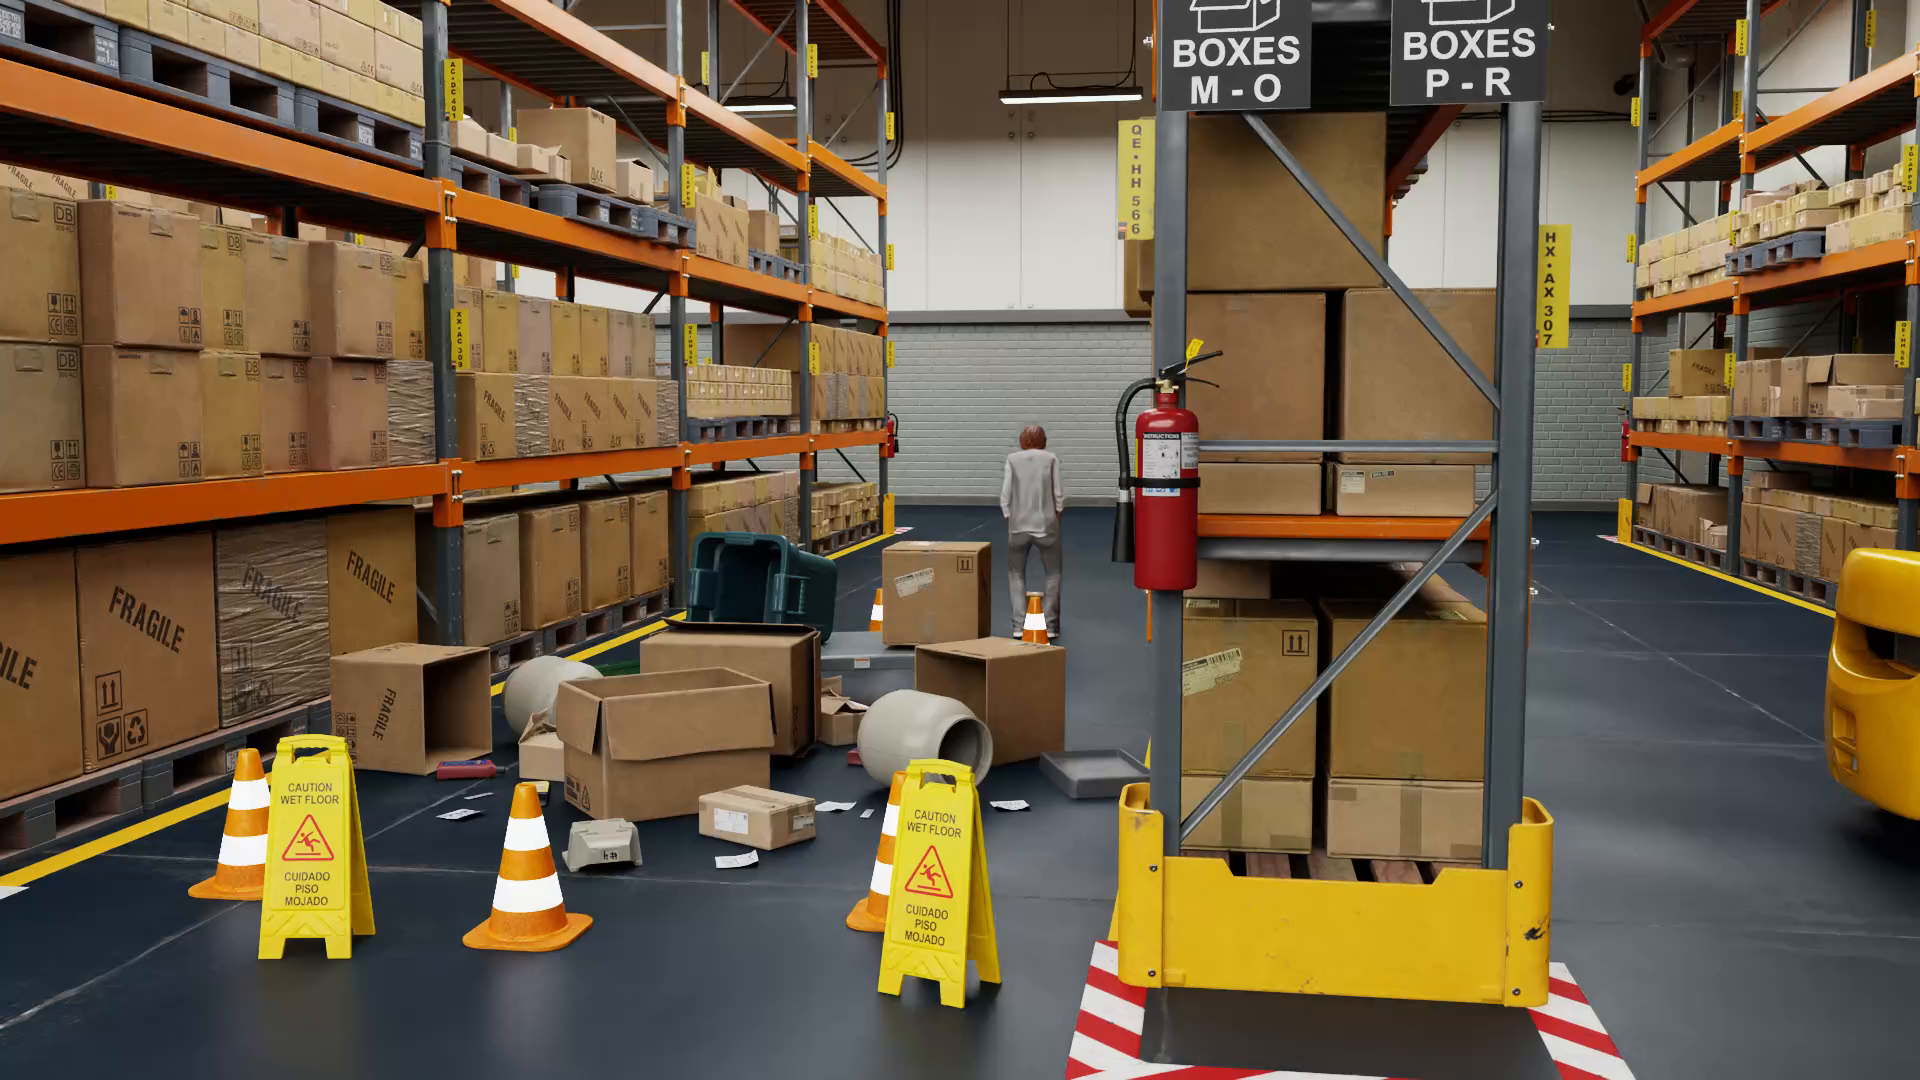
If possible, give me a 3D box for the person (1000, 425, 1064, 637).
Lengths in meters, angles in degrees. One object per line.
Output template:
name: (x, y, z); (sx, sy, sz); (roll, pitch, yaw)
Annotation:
person: (0.494, -0.047, 11.564); (0.447, 1.466, 0.497); (1, 5, 10)
